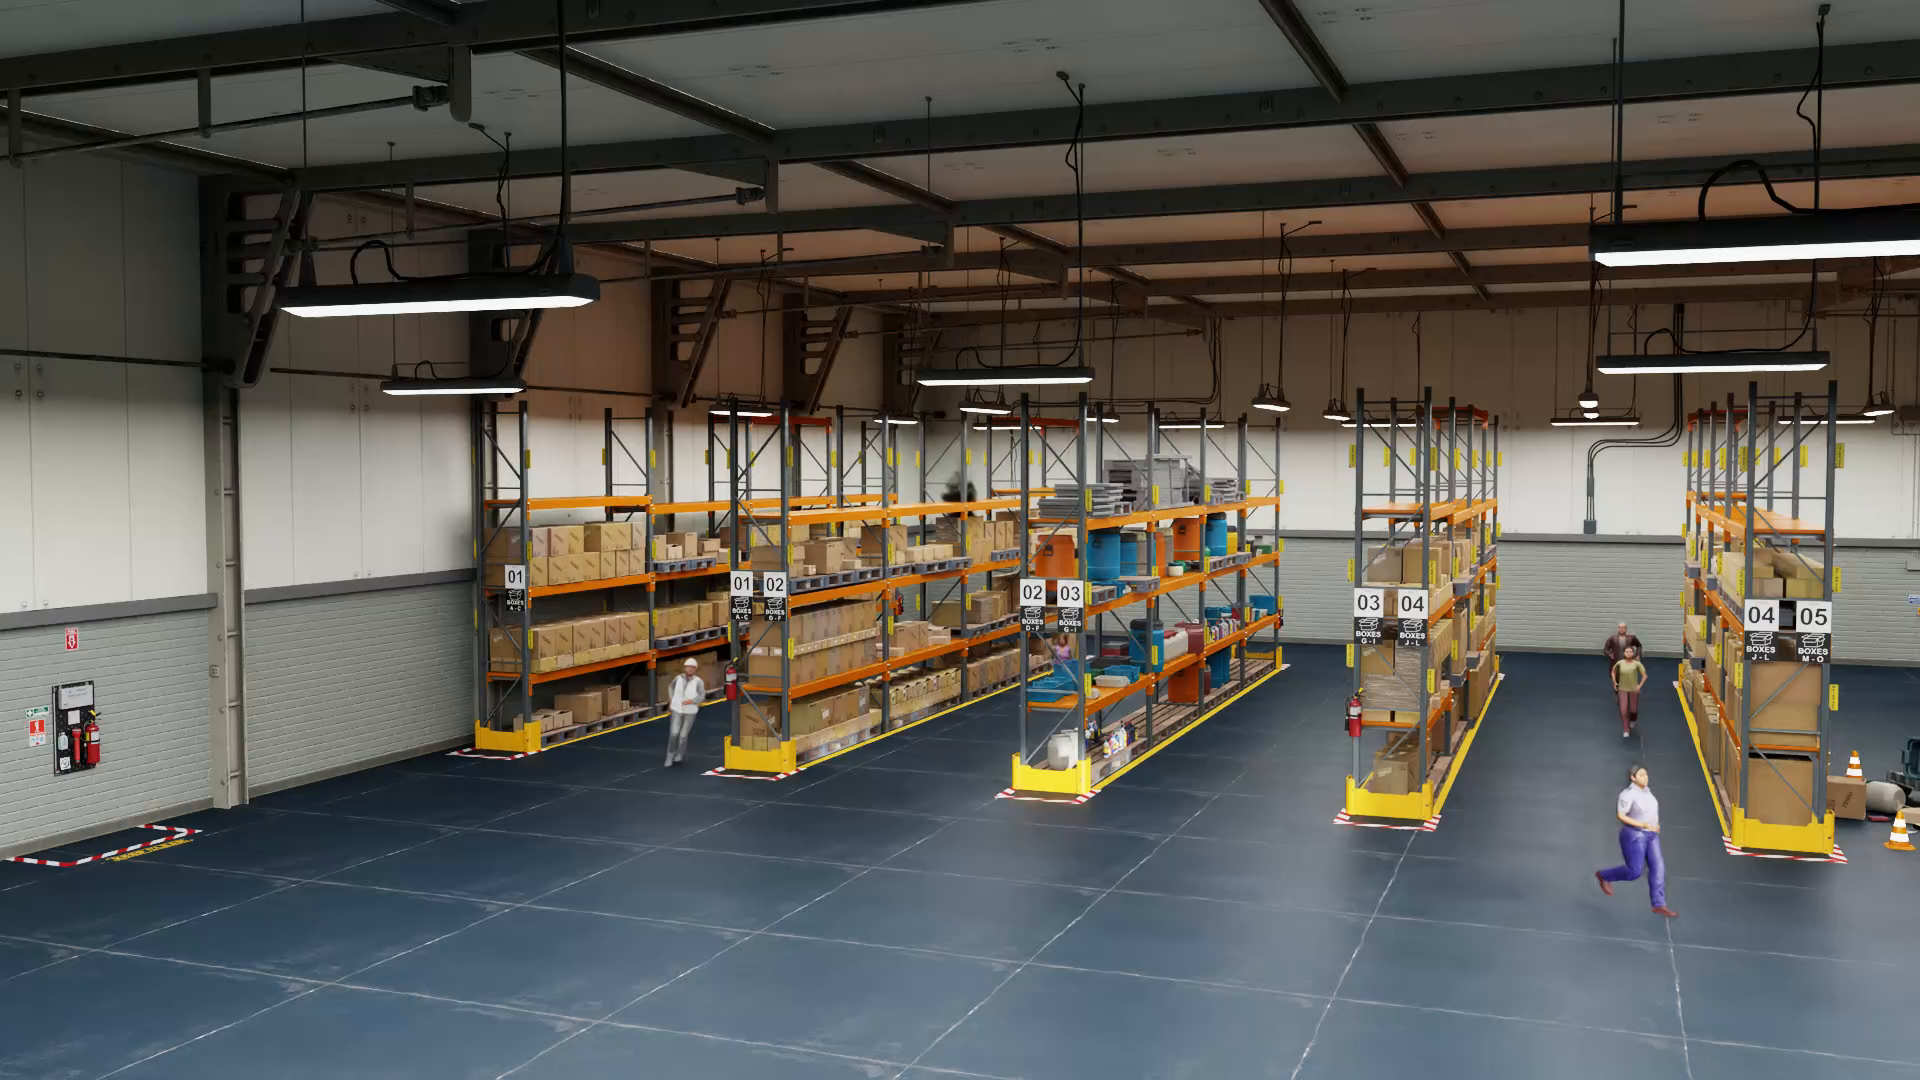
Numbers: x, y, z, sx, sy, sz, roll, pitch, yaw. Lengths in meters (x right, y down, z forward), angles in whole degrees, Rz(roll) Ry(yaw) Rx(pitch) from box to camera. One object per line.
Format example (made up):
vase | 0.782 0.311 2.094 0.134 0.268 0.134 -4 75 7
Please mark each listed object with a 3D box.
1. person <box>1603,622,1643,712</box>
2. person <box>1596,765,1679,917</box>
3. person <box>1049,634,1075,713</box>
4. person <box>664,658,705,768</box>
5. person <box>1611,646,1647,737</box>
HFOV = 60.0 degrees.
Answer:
person | 13.171 2.507 33.065 0.724 1.742 1.079 1 3 24
person | 7.523 3.295 18.403 0.593 1.614 0.932 -2 3 -33
person | 2.014 2.634 32.883 0.536 1.551 0.545 0 3 6
person | -4.490 2.825 27.149 0.671 1.785 0.674 0 3 -5
person | 12.079 2.717 30.054 0.616 1.631 0.769 1 3 24
